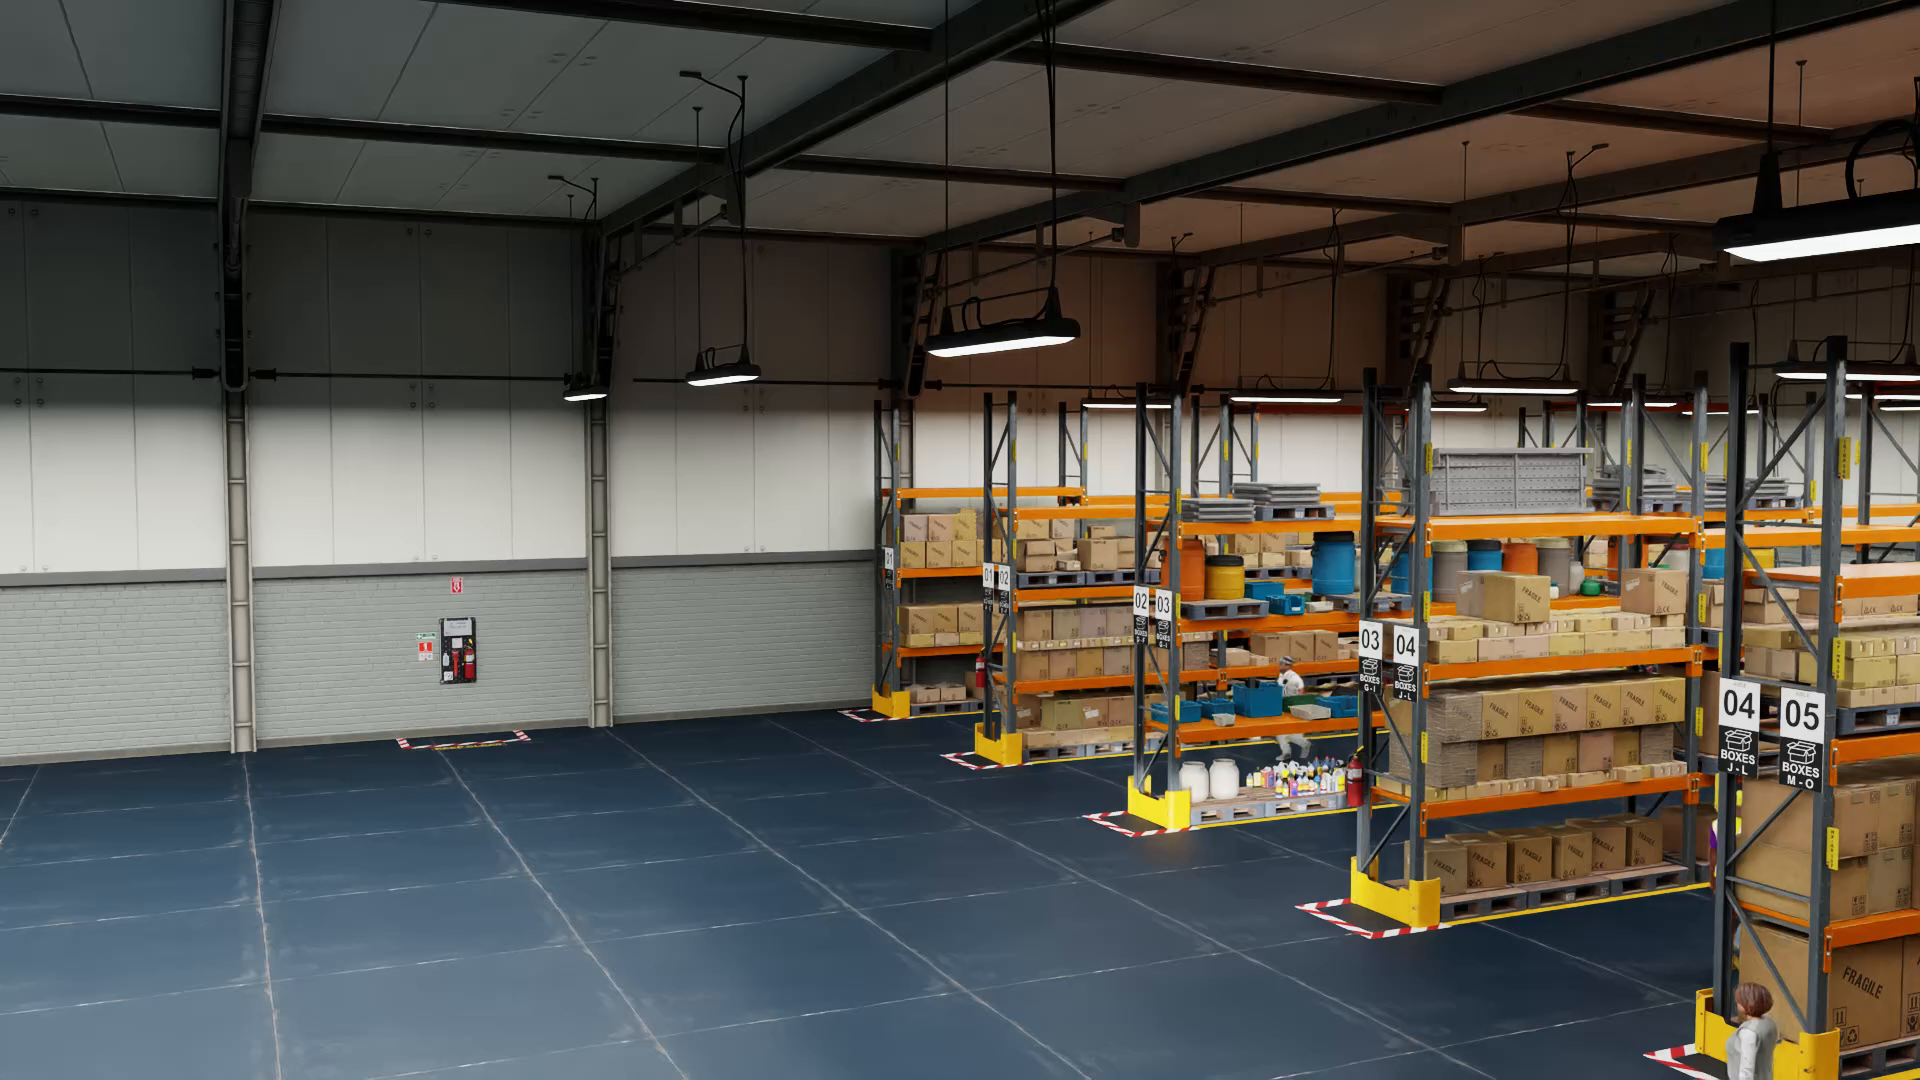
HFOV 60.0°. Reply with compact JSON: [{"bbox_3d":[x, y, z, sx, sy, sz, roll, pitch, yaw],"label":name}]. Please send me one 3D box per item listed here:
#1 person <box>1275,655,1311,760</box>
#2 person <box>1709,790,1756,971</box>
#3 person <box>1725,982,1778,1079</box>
[{"bbox_3d":[5.435,2.726,27.126,0.625,1.728,0.675,-2,4,-31],"label":"person"},{"bbox_3d":[7.581,3.339,16.271,0.529,1.767,0.599,-1,4,-24],"label":"person"},{"bbox_3d":[5.299,3.711,10.996,0.601,1.581,0.426,2,4,35],"label":"person"}]
